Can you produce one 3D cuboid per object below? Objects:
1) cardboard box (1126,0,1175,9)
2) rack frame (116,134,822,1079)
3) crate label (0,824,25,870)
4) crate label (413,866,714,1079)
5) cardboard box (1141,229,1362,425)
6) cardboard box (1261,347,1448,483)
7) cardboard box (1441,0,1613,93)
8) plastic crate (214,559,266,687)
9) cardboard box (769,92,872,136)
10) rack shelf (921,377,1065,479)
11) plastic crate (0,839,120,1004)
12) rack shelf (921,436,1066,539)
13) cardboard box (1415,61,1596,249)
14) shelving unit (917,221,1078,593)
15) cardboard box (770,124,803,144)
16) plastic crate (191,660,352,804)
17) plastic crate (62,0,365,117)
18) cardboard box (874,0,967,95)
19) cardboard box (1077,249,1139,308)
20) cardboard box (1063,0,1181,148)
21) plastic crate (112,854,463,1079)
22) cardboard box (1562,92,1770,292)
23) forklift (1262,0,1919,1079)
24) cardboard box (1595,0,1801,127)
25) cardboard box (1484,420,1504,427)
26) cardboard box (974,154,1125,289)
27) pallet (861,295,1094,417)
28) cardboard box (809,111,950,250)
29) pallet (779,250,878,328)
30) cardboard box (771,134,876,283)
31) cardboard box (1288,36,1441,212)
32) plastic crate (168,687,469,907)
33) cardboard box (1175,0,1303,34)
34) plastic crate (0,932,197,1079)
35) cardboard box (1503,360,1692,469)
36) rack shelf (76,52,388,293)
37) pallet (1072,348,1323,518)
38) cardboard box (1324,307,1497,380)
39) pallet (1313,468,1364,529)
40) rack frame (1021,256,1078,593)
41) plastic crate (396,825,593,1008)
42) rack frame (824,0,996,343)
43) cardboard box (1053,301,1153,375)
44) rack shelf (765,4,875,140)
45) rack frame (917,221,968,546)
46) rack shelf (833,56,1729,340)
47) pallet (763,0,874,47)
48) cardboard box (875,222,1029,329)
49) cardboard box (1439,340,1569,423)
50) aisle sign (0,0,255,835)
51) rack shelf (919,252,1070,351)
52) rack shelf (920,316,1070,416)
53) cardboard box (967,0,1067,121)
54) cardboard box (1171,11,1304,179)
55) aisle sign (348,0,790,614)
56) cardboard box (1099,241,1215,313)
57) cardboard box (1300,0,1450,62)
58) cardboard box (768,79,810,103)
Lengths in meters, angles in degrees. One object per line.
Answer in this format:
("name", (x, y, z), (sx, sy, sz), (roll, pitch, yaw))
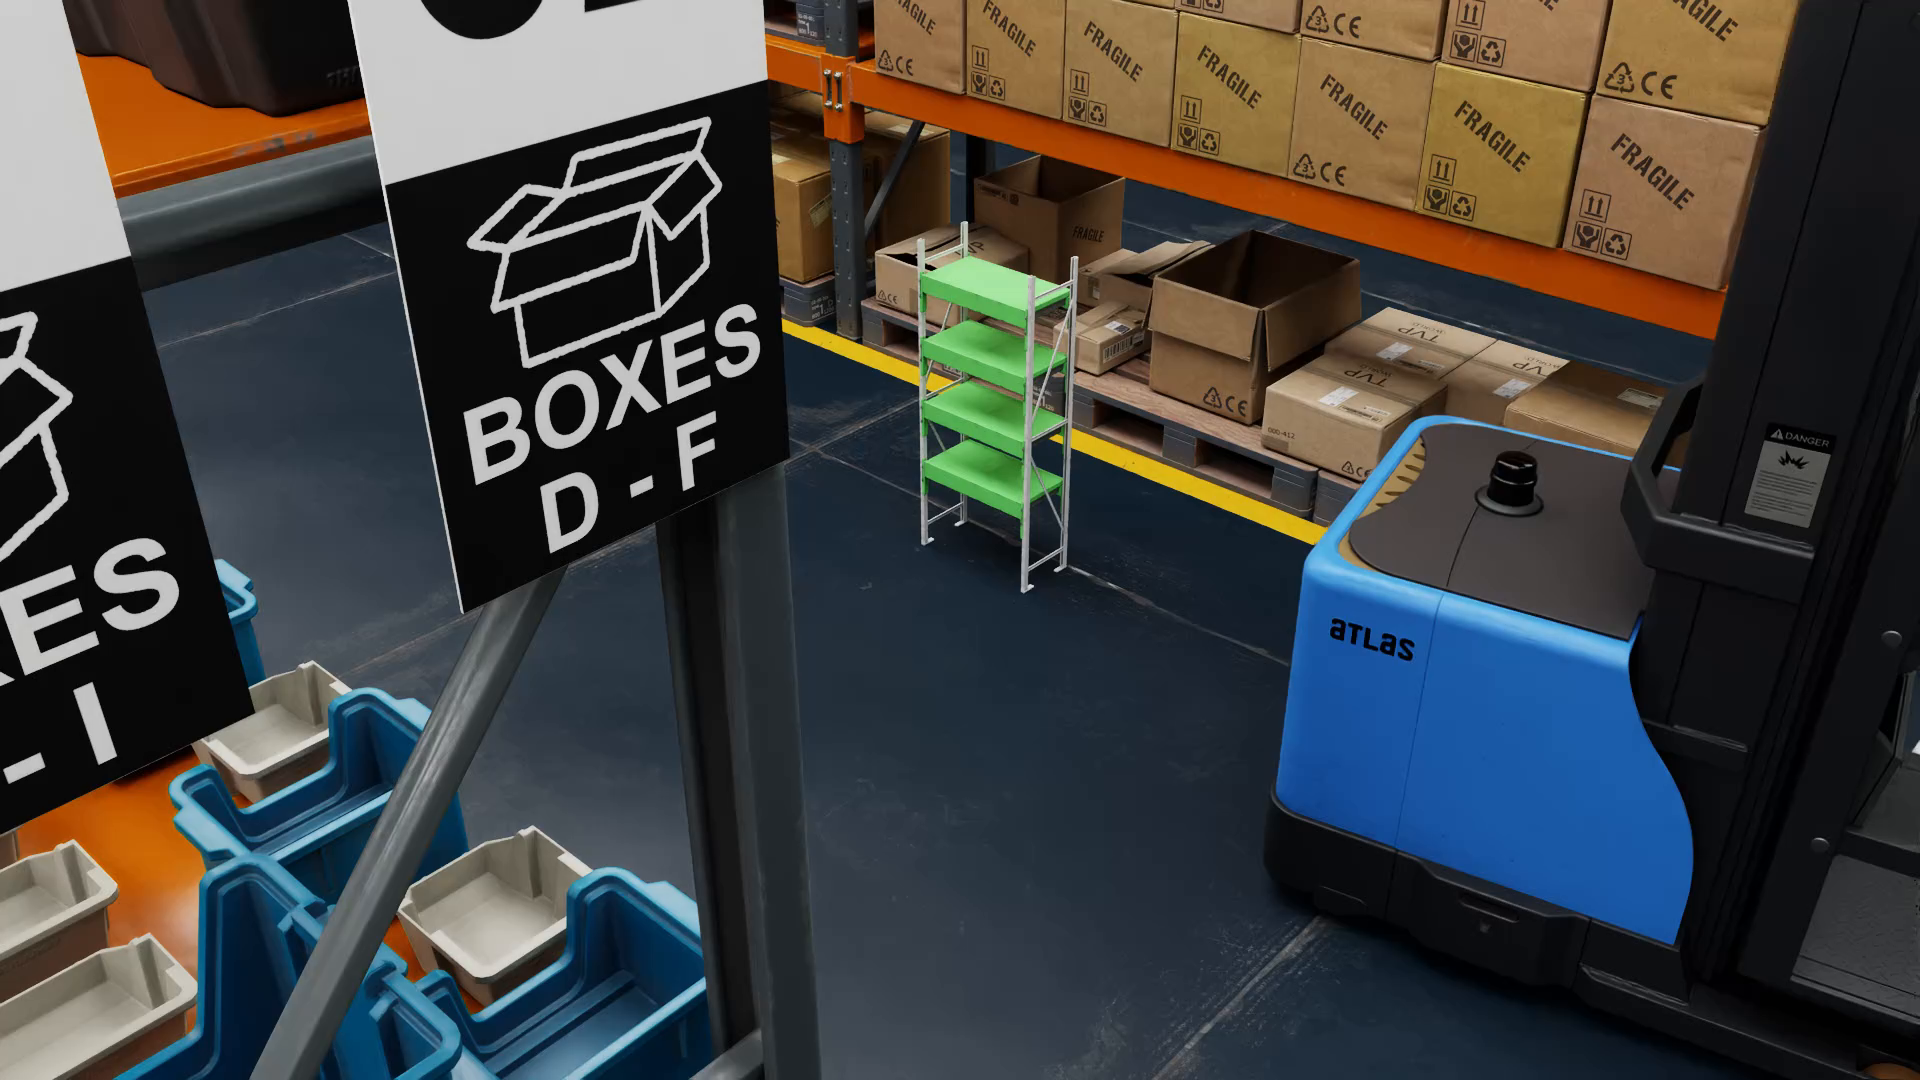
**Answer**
("cardboard box", (0.723, -2.266, 6.040), (0.500, 0.500, 0.500), (24, 38, 34))
("rack frame", (-0.565, 0.856, 1.919), (0.053, 2.616, 0.949), (25, 39, 35))
("crate label", (-1.717, 0.536, 2.648), (0.243, 0.136, 0.396), (25, 39, 35))
("crate label", (-0.525, 0.690, 2.300), (0.303, 0.233, 0.416), (25, 39, 35))
("cardboard box", (1.195, -0.893, 6.819), (0.637, 0.503, 0.797), (25, 39, 35))
("cardboard box", (1.512, -0.483, 6.383), (0.500, 0.250, 0.500), (25, 39, 35))
("cardboard box", (1.875, -1.733, 5.153), (0.500, 0.500, 0.500), (26, 40, 36))
("plastic crate", (-1.501, 0.234, 3.057), (0.300, 0.233, 0.416), (25, 39, 35))
("cardboard box", (-0.800, -1.981, 8.629), (0.500, 0.500, 0.500), (26, 39, 36))
("rack shelf", (0.123, -0.402, 5.878), (0.480, 0.148, 0.258), (25, 39, 35))
("plastic crate", (-1.494, 0.623, 2.504), (0.243, 0.136, 0.396), (25, 39, 35))
("rack shelf", (0.123, -0.196, 6.002), (0.480, 0.148, 0.258), (25, 39, 35))
("cardboard box", (1.863, -1.310, 5.421), (0.500, 0.500, 0.500), (25, 39, 35))
("shelving unit", (0.123, -0.457, 5.845), (0.503, 1.200, 0.258), (25, 39, 35))
("cardboard box", (-1.121, -1.775, 8.288), (0.500, 0.500, 0.500), (25, 39, 35))
("plastic crate", (-1.210, 0.353, 2.952), (0.298, 0.136, 0.250), (25, 39, 35))
("plastic crate", (-0.661, -0.614, 1.580), (0.590, 0.269, 0.497), (25, 39, 35))
("cardboard box", (-0.006, -2.185, 6.873), (0.500, 0.500, 0.500), (26, 40, 36))
("cardboard box", (0.730, -1.194, 7.662), (0.250, 0.149, 0.380), (25, 39, 35))
("cardboard box", (0.745, -1.835, 6.292), (0.500, 0.500, 0.500), (25, 39, 35))
("plastic crate", (-0.936, 0.770, 1.971), (0.499, 0.435, 0.616), (25, 39, 35))
("cardboard box", (2.249, -1.132, 5.125), (0.500, 0.500, 0.500), (26, 40, 36))
("forklift", (2.374, -0.117, 3.603), (3.031, 2.935, 1.130), (17, 35, 26))
("cardboard box", (2.250, -1.558, 4.863), (0.500, 0.500, 0.500), (25, 39, 35))
("cardboard box", (1.956, -0.281, 6.129), (0.250, 0.166, 0.380), (25, 39, 35))
("cardboard box", (0.411, -1.451, 7.749), (0.500, 0.500, 0.500), (25, 39, 35))
("pallet", (0.307, -0.989, 7.689), (1.213, 0.211, 1.003), (25, 39, 35))
("cardboard box", (-0.397, -1.800, 8.329), (0.500, 0.500, 0.500), (23, 38, 33))
("pallet", (-0.830, -1.495, 8.528), (1.213, 0.211, 1.003), (25, 39, 35))
("cardboard box", (-0.760, -1.601, 7.998), (0.500, 0.500, 0.500), (25, 39, 35))
("cardboard box", (1.496, -1.485, 5.711), (0.500, 0.500, 0.500), (25, 39, 35))
("plastic crate", (-1.013, 0.462, 2.679), (0.300, 0.233, 0.416), (25, 39, 35))
("cardboard box", (1.106, -2.088, 5.744), (0.500, 0.500, 0.500), (26, 40, 36))
("plastic crate", (-1.289, 0.729, 2.328), (0.243, 0.136, 0.396), (25, 39, 35))
("cardboard box", (2.196, -0.249, 5.753), (0.500, 0.500, 0.500), (25, 39, 35))
("rack shelf", (-2.045, -0.814, 2.483), (4.000, 0.370, 1.077), (25, 39, 35))
("pallet", (1.216, -0.567, 6.988), (1.213, 0.211, 1.003), (25, 39, 35))
("cardboard box", (1.810, -0.691, 6.729), (0.500, 0.250, 0.500), (25, 39, 35))
("pallet", (2.116, -0.145, 6.286), (1.213, 0.211, 1.003), (25, 39, 35))
("rack frame", (0.304, -0.372, 5.705), (0.015, 1.200, 0.240), (25, 39, 35))
("plastic crate", (-0.707, 0.588, 2.562), (0.298, 0.136, 0.250), (25, 39, 35))
("rack frame", (-0.202, -2.422, 7.365), (0.127, 3.000, 1.000), (25, 39, 35))
("cardboard box", (0.613, -0.873, 7.113), (0.250, 0.166, 0.380), (25, 39, 35))
("rack shelf", (-1.684, -2.806, 8.701), (4.000, 0.370, 1.077), (25, 39, 35))
("rack frame", (-0.058, -0.541, 5.986), (0.015, 1.200, 0.240), (25, 39, 35))
("rack shelf", (1.281, -1.422, 6.401), (4.000, 0.370, 1.077), (25, 39, 35))
("pallet", (-0.721, -2.658, 7.944), (1.213, 0.211, 1.003), (25, 39, 35))
("cardboard box", (-0.035, -1.231, 7.567), (0.500, 0.311, 0.500), (25, 39, 35))
("cardboard box", (2.181, -0.518, 6.442), (0.500, 0.250, 0.500), (25, 39, 35))
("aisle sign", (-0.706, -0.122, 1.024), (0.004, 0.787, 0.394), (25, 39, 35))
("rack shelf", (0.123, -0.813, 5.631), (0.480, 0.148, 0.258), (25, 39, 35))
("rack shelf", (0.123, -0.608, 5.755), (0.480, 0.148, 0.258), (25, 39, 35))
("cardboard box", (0.375, -2.009, 6.581), (0.500, 0.500, 0.500), (26, 40, 36))
("cardboard box", (1.123, -1.659, 6.001), (0.500, 0.500, 0.500), (24, 39, 34))
("aisle sign", (-0.310, -0.347, 1.398), (0.004, 0.787, 0.394), (25, 39, 35))
("cardboard box", (0.967, -1.111, 7.367), (0.500, 0.311, 0.500), (25, 39, 35))
("cardboard box", (1.487, -1.910, 5.448), (0.500, 0.500, 0.500), (26, 40, 36))
("cardboard box", (-1.138, -2.468, 8.711), (0.500, 0.250, 0.500), (25, 39, 35))
